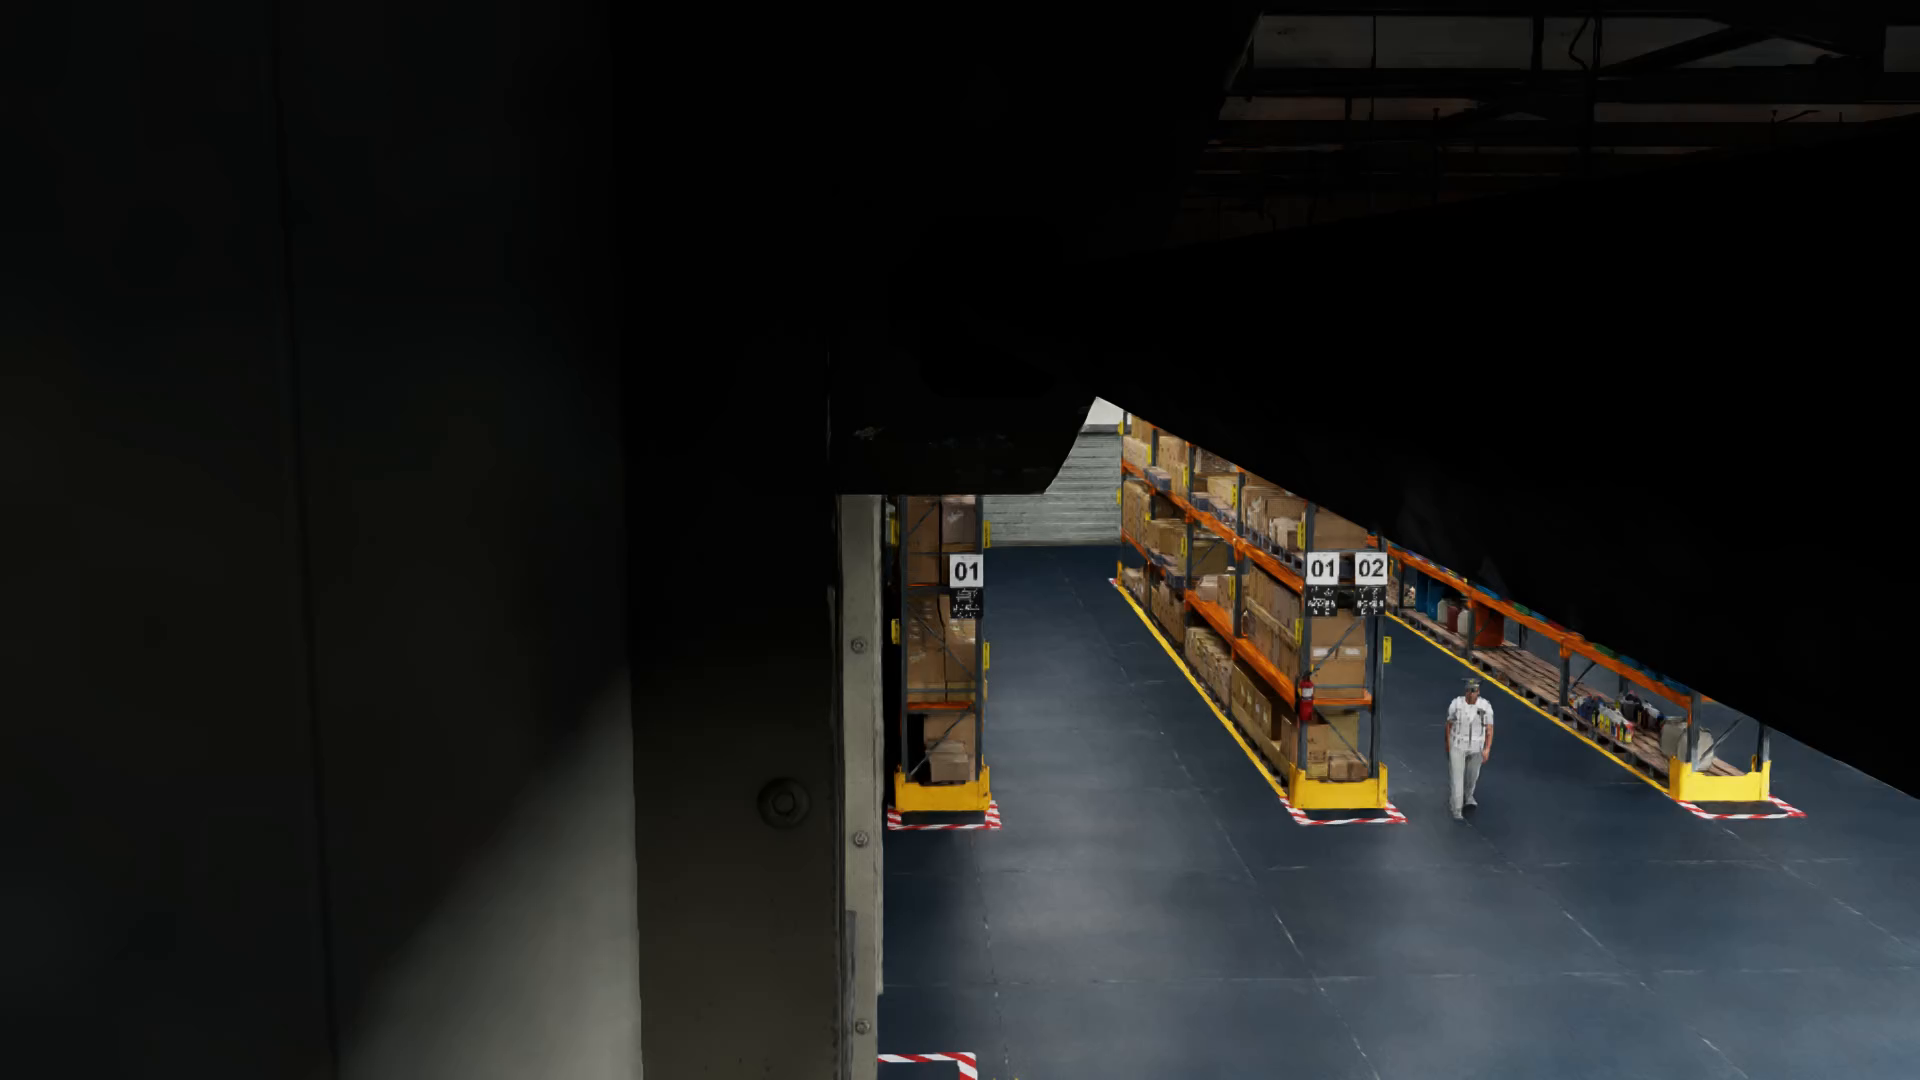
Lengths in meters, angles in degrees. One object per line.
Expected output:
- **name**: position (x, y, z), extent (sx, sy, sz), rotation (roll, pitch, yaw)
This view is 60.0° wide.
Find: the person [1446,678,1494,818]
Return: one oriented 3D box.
- **person**: position (6.216, 2.493, 20.289), extent (0.534, 1.705, 1.041), rotation (1, 8, 7)
